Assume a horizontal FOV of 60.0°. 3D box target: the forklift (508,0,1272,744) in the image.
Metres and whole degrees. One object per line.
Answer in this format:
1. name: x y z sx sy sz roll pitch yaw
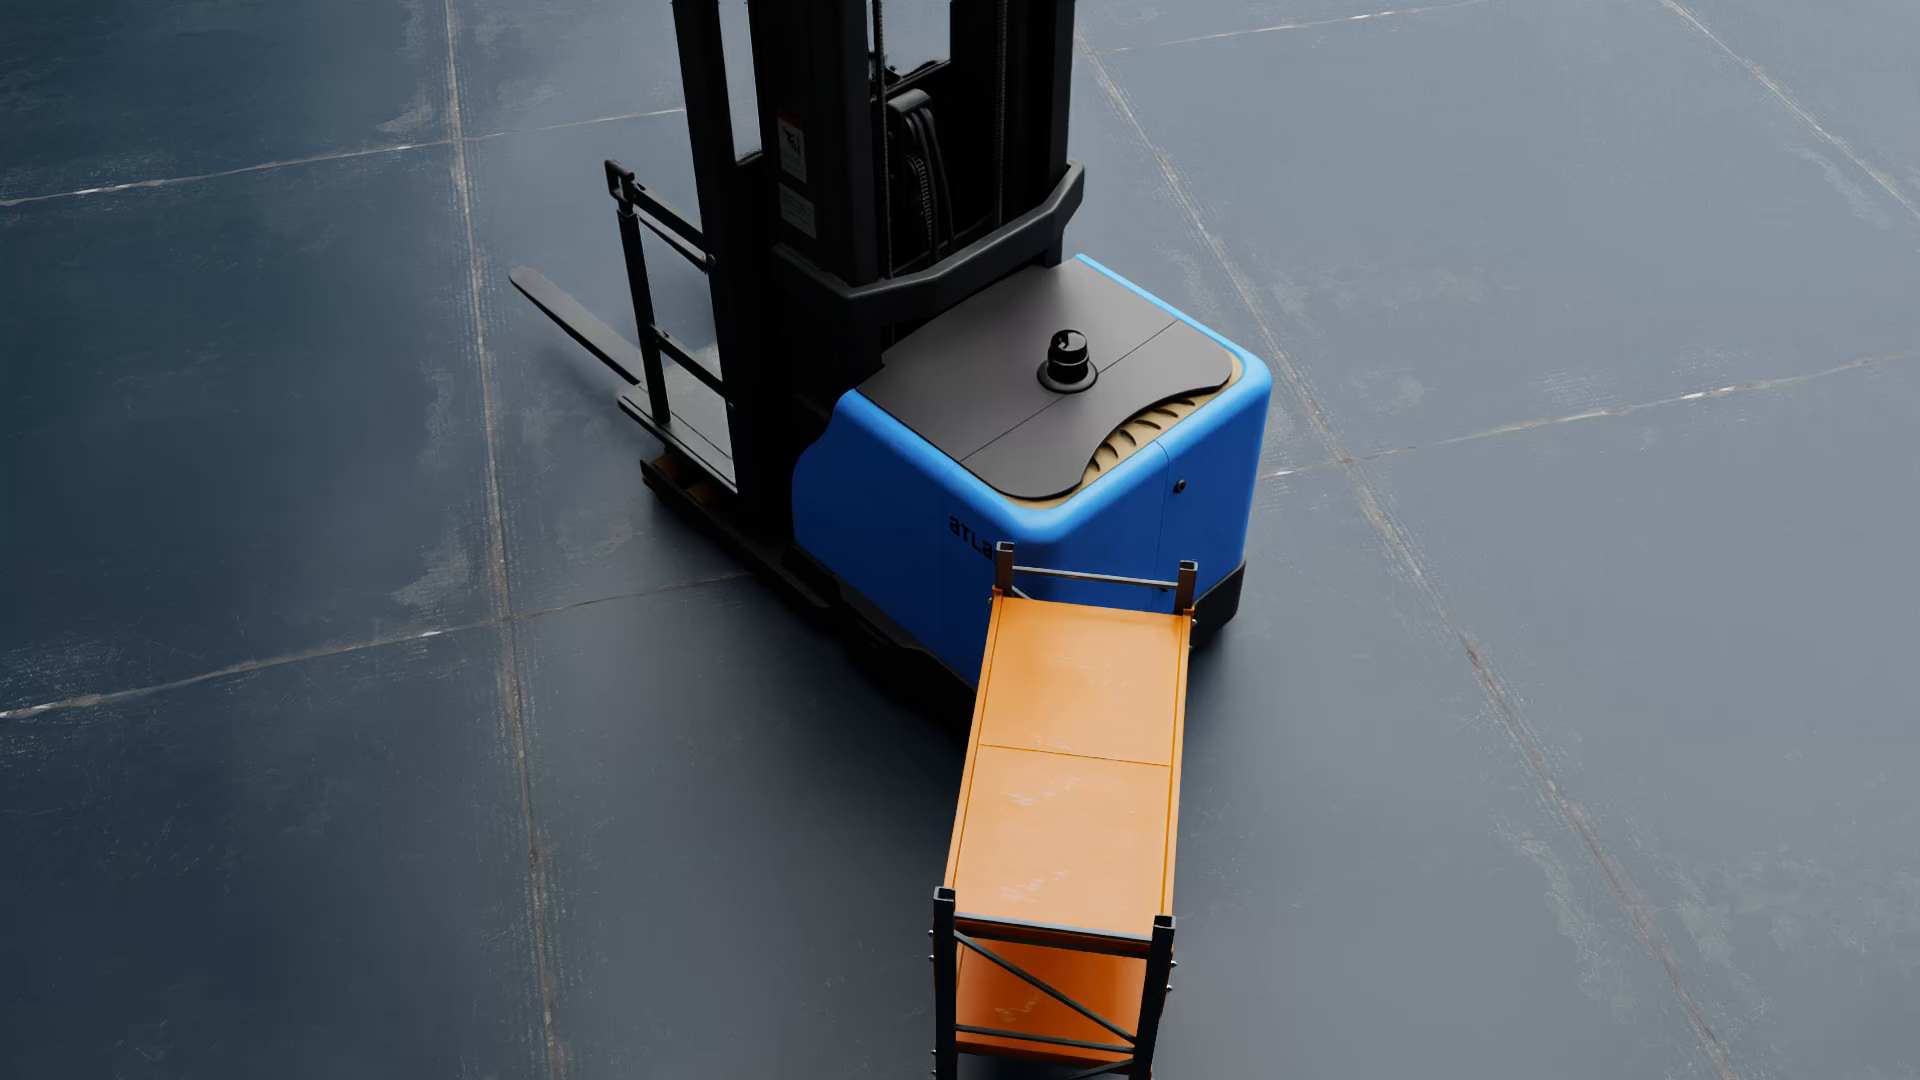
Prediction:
1. forklift: -0.471 -1.292 4.964 1.130 2.935 3.031 -34 55 -29

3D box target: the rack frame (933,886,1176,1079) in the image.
1. rack frame: 0.194 1.152 3.833 0.500 1.125 0.032 6 46 6

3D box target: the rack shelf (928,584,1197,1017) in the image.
1. rack shelf: 0.267 0.588 3.976 0.538 0.278 1.000 6 46 6

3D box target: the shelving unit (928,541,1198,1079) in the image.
1. shelving unit: 0.267 0.793 4.185 0.538 1.125 1.048 6 46 6

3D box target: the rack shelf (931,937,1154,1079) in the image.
1. rack shelf: 0.267 0.964 4.360 0.538 0.278 1.000 6 46 6

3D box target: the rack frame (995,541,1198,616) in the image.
1. rack frame: 0.340 0.433 4.538 0.500 1.125 0.032 6 46 6
